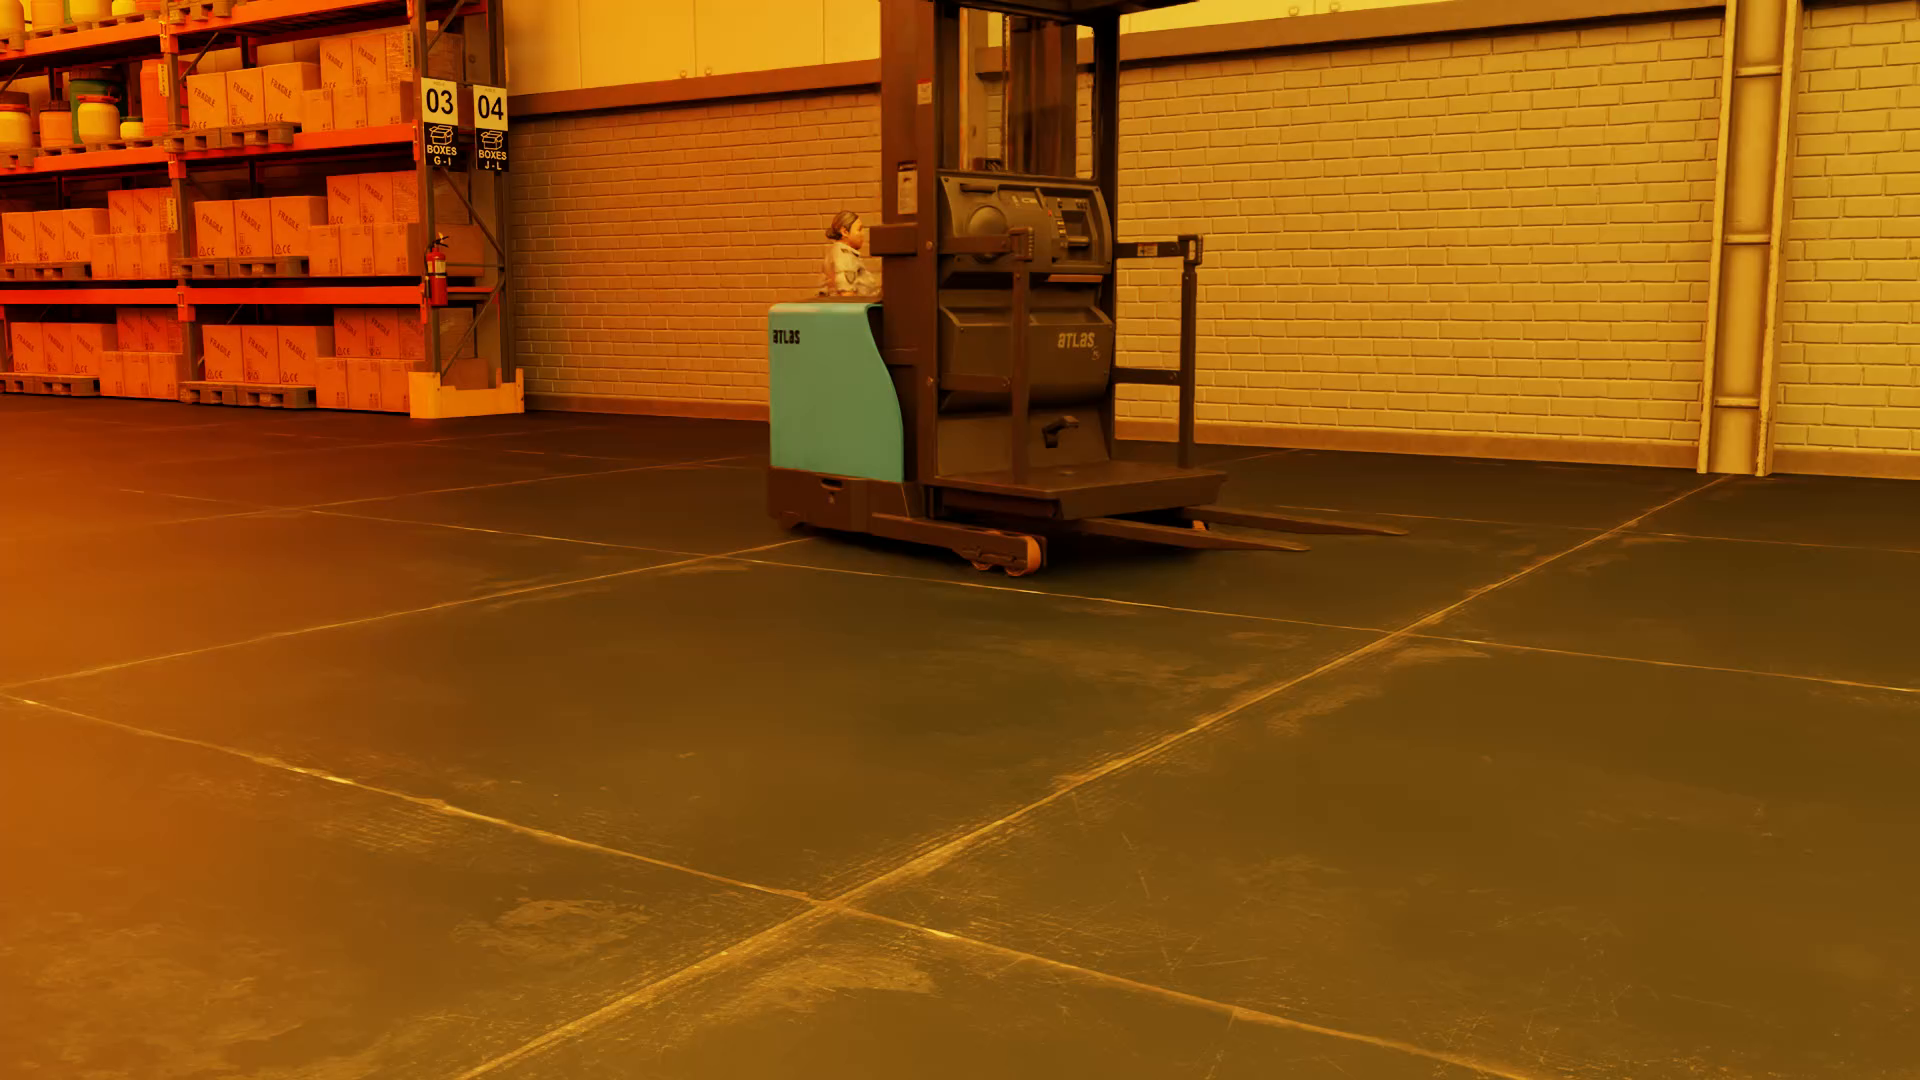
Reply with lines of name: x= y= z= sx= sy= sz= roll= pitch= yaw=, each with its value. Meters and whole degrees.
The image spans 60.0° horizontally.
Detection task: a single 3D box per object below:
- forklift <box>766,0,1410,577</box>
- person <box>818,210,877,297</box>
forklift: x=0.433 y=-1.386 z=6.939 sx=1.130 sy=2.935 sz=3.031 roll=-7 pitch=11 yaw=-41
person: x=-0.686 y=-1.239 z=10.482 sx=0.379 sy=1.651 sz=0.549 roll=-3 pitch=9 yaw=-23
